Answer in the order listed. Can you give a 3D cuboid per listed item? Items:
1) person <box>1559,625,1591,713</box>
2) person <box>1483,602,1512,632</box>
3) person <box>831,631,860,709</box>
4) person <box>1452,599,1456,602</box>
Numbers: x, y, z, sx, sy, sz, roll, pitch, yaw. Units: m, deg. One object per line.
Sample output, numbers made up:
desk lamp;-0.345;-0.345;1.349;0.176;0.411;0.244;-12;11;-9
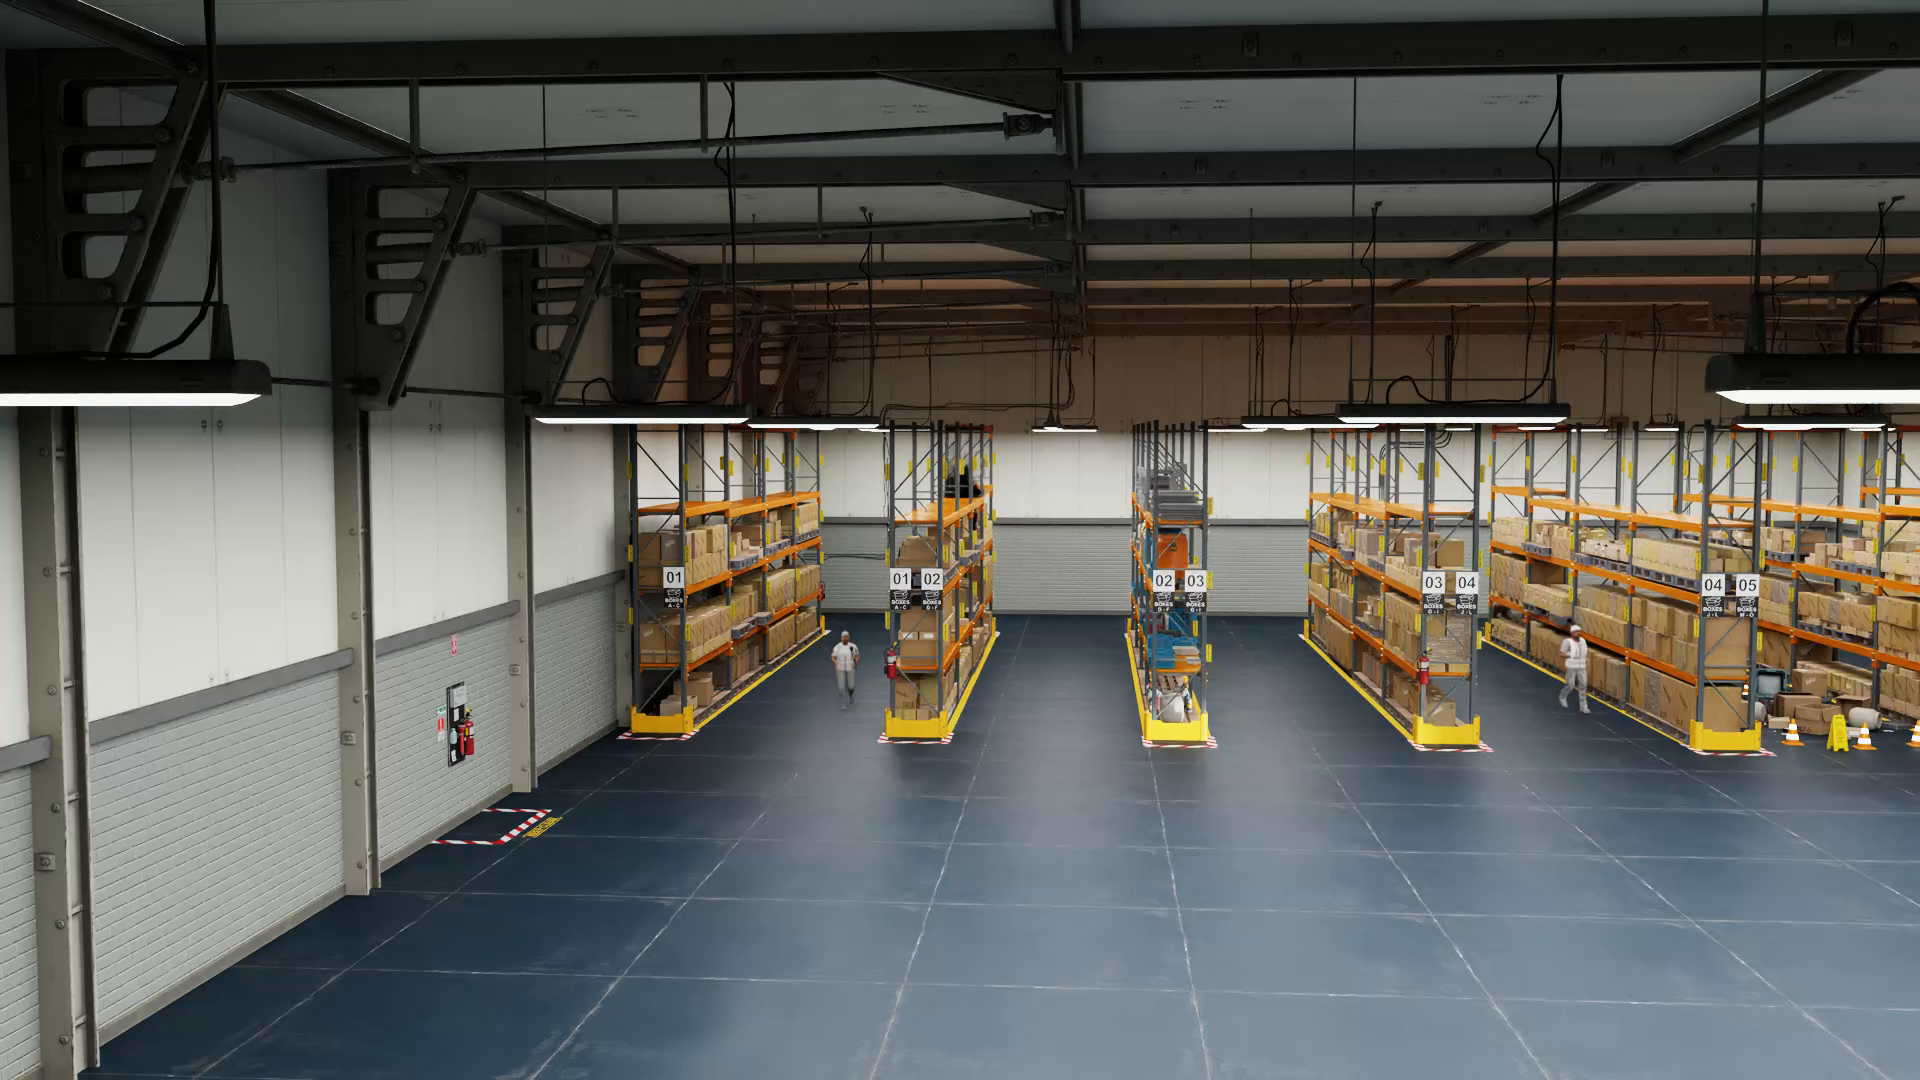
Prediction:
person;12.661;2.628;34.179;0.690;1.762;0.972;-1;4;-10
person;15.420;1.812;47.631;1.034;1.720;0.759;4;5;44
person;-2.395;2.721;34.738;0.603;1.605;0.571;0;4;-4
person;13.262;2.122;44.058;0.704;1.694;0.999;0;4;7
